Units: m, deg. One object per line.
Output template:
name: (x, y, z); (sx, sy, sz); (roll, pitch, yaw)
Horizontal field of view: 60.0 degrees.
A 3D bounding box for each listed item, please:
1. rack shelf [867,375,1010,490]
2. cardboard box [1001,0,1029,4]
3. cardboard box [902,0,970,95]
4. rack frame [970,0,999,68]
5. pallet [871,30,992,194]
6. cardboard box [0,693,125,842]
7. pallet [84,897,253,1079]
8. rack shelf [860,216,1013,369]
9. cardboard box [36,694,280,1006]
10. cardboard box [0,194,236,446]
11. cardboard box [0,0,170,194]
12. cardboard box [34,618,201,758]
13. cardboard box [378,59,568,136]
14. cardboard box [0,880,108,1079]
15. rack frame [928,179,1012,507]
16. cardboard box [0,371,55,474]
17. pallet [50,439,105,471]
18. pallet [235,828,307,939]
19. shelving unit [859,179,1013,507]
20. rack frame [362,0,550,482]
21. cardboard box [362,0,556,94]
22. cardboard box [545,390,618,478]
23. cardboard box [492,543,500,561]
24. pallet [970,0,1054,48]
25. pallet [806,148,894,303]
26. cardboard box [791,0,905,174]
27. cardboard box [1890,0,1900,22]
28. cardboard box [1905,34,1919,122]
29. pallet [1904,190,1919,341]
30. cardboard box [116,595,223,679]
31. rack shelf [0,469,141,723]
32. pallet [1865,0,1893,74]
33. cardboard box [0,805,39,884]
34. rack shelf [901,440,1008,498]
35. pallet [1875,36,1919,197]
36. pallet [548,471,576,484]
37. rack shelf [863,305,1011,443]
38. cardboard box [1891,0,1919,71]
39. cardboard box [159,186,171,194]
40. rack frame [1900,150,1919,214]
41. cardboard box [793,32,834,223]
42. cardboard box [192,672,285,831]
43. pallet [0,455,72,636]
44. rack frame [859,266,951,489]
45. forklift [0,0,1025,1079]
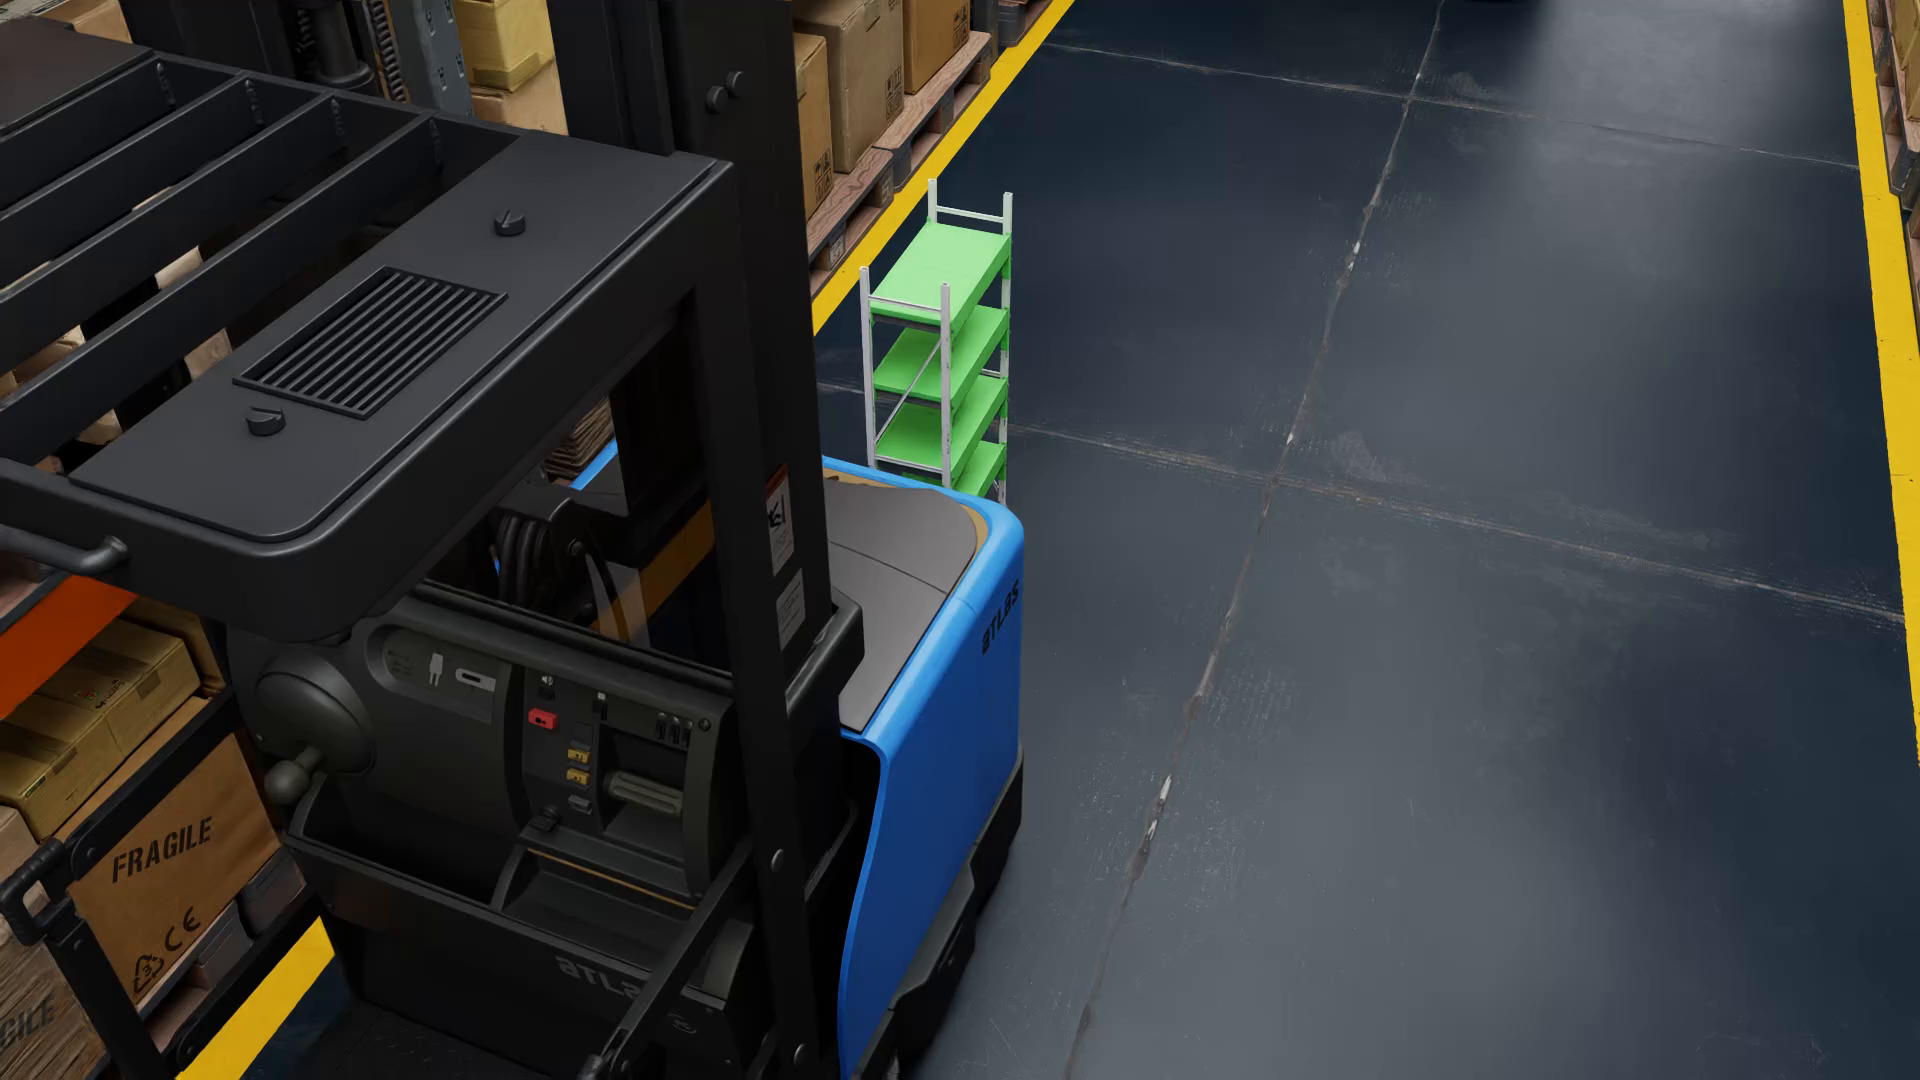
rack shelf: (-0.057, -0.307, 4.784); (0.258, 0.148, 0.480); (13, 42, 15)
cardboard box: (0.168, -2.849, 8.074); (0.500, 0.250, 0.500); (14, 42, 16)
cardboard box: (-0.477, -2.450, 7.316); (0.875, 0.625, 0.625); (15, 43, 17)
rack frame: (-0.309, -3.514, 7.058); (1.000, 3.000, 0.127); (13, 42, 15)
pallet: (-0.524, -1.995, 7.426); (1.003, 0.211, 1.213); (13, 42, 15)
cardboard box: (-2.021, 0.455, 3.508); (0.380, 0.149, 0.250); (13, 42, 14)
pallet: (-2.386, 1.175, 3.710); (1.003, 0.211, 1.213); (13, 42, 15)
rack shelf: (-0.057, -0.672, 4.472); (0.258, 0.148, 0.480); (13, 42, 15)
cardboard box: (-1.977, 0.645, 3.785); (0.500, 0.500, 0.500); (15, 43, 17)
cardboard box: (-1.733, -0.462, 3.272); (0.500, 0.250, 0.500); (11, 42, 13)
cardboard box: (-2.000, -0.993, 3.702); (0.500, 0.500, 0.500); (15, 43, 17)
cardboard box: (-1.936, 0.303, 3.687); (0.380, 0.149, 0.250); (14, 43, 16)
cardboard box: (-1.295, -1.234, 4.501); (0.500, 0.250, 0.500); (13, 42, 15)
cardboard box: (-2.137, 0.966, 3.409); (0.500, 0.500, 0.500); (12, 42, 14)
rack frame: (0.027, -0.504, 4.917); (0.240, 1.200, 0.015); (13, 42, 15)
cardboard box: (-2.061, -0.237, 2.813); (0.797, 0.503, 0.637); (12, 42, 14)
pallet: (-1.842, -0.572, 3.758); (1.213, 0.211, 1.003); (13, 42, 15)
pallet: (-1.968, 0.433, 4.579); (1.003, 0.211, 1.213); (13, 42, 15)
shelving unit: (-0.057, -0.355, 4.742); (0.258, 1.200, 0.503); (13, 42, 15)
rack frame: (-1.677, -1.074, 4.198); (1.000, 3.000, 0.127); (13, 42, 15)
cardboard box: (-1.272, -1.418, 4.332); (0.500, 0.250, 0.500); (13, 42, 15)
cardboard box: (-1.451, -0.708, 5.275); (0.875, 0.625, 0.625); (15, 43, 16)
cardboard box: (-1.619, 0.022, 4.515); (0.500, 0.500, 0.500); (14, 43, 16)
pallet: (0.002, -2.929, 8.520); (1.003, 0.211, 1.213); (13, 42, 15)
pallet: (-0.940, -1.249, 6.551); (1.003, 0.211, 1.213); (13, 42, 15)
cardboard box: (-0.749, -1.978, 6.764); (0.875, 0.625, 0.625); (13, 42, 15)
cardboard box: (4.657, -2.585, 7.764); (0.500, 0.250, 0.500); (14, 42, 16)
cardboard box: (4.306, -1.949, 7.018); (0.500, 0.250, 0.500); (15, 43, 17)
pallet: (4.092, -0.879, 6.117); (1.003, 0.211, 1.213); (13, 42, 15)
cardboard box: (-1.803, 0.152, 3.864); (0.380, 0.149, 0.250); (12, 42, 14)
rack shelf: (-2.361, 0.419, 3.002); (1.077, 0.370, 4.000); (13, 42, 15)
pallet: (4.969, -2.518, 8.039); (1.003, 0.211, 1.213); (13, 42, 15)
cardboard box: (-2.087, 0.630, 3.303); (0.380, 0.149, 0.250); (11, 42, 13)
rack shelf: (-0.057, -0.124, 4.939); (0.258, 0.148, 0.480); (13, 42, 15)
pallet: (4.553, -1.771, 7.164); (1.003, 0.211, 1.213); (13, 42, 15)
pallet: (-1.358, -0.507, 5.682); (1.003, 0.211, 1.213); (13, 42, 15)
rack shelf: (-0.057, -0.489, 4.628); (0.258, 0.148, 0.480); (13, 42, 15)
cardboard box: (4.479, -2.276, 7.401); (0.500, 0.250, 0.500); (12, 42, 14)
cardboard box: (-1.541, -0.653, 3.574); (0.380, 0.149, 0.250); (14, 42, 16)
rack frame: (4.357, -2.415, 5.769); (1.000, 3.000, 0.127); (13, 42, 15)
cardboard box: (-1.004, -1.519, 6.226); (0.875, 0.625, 0.625); (12, 42, 13)
cardboard box: (-1.800, 0.325, 4.160); (0.500, 0.500, 0.500); (13, 42, 14)
pallet: (-2.337, 0.186, 2.869); (1.003, 0.211, 1.213); (13, 42, 15)
rack frame: (-0.140, -0.207, 4.568); (0.240, 1.200, 0.015); (13, 42, 15)
forklift: (-0.880, 0.389, 2.536); (1.130, 2.935, 3.031); (15, 43, 17)
